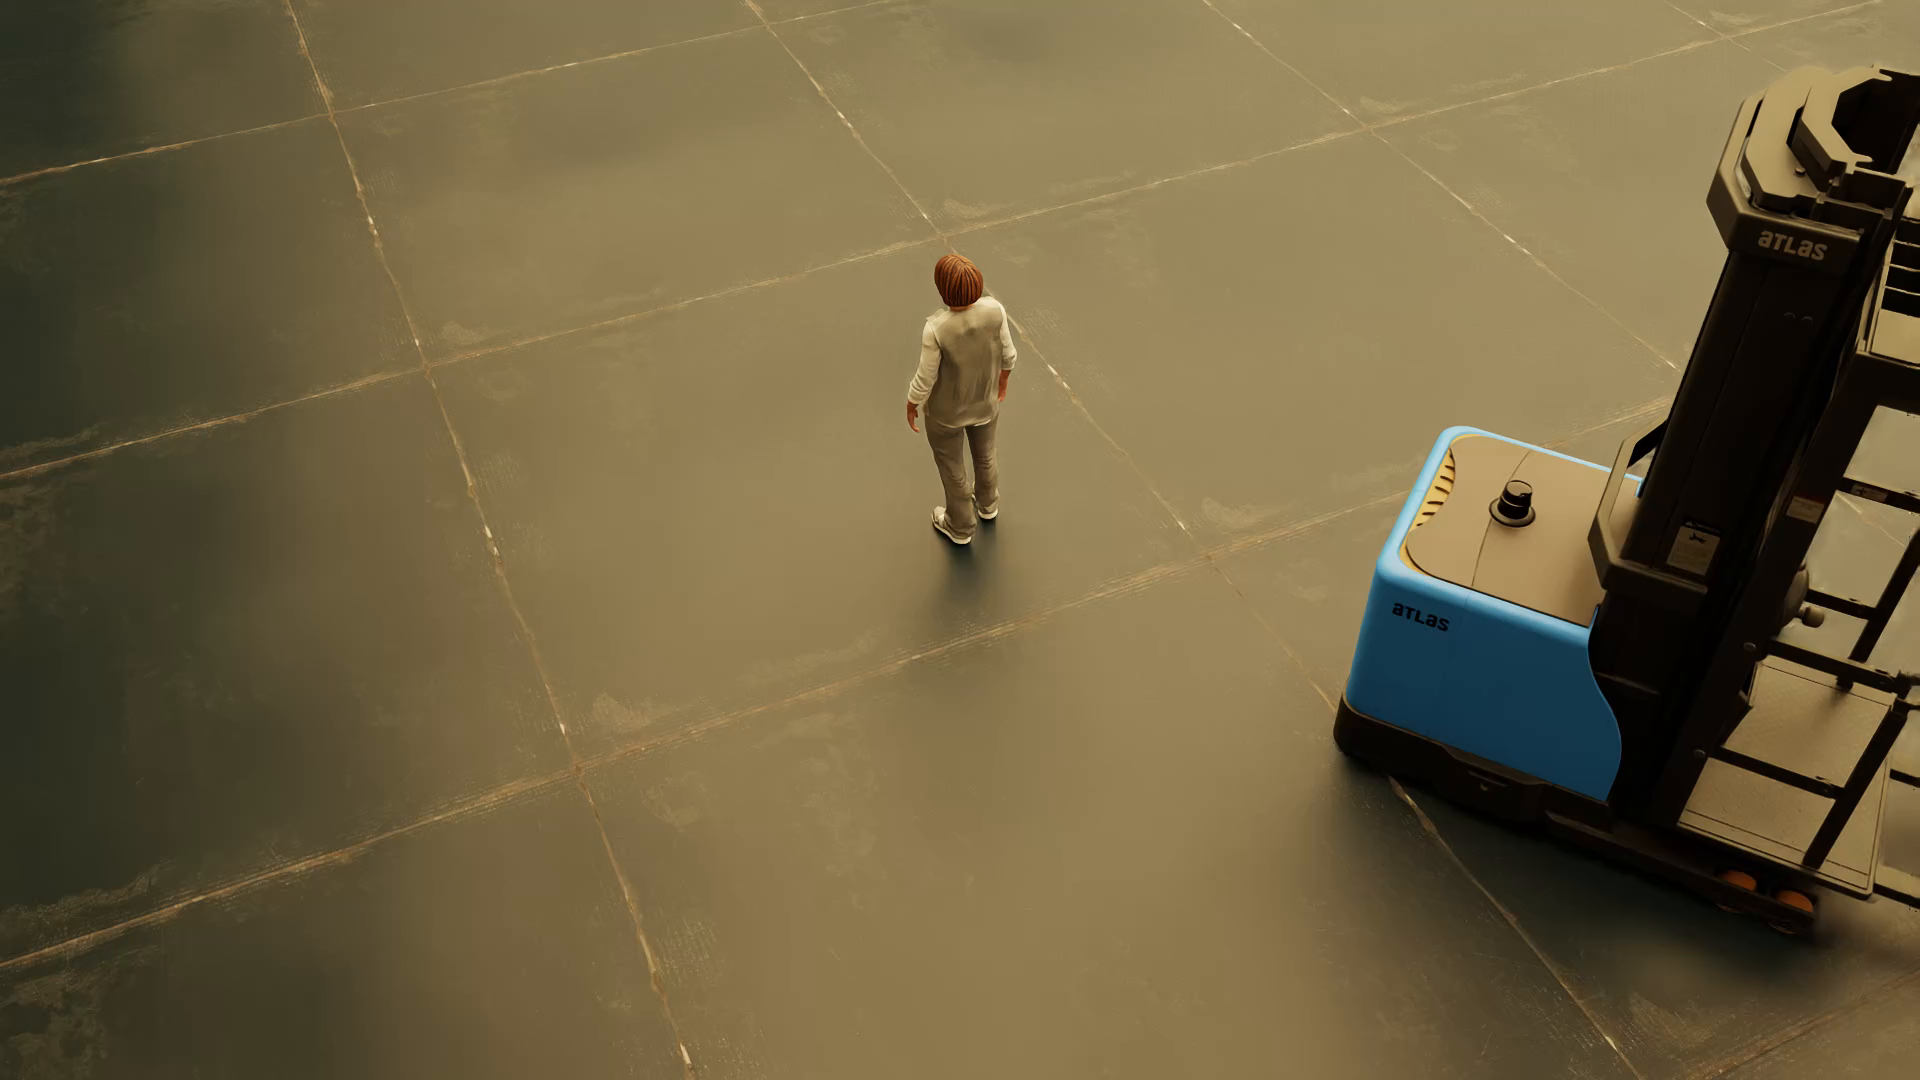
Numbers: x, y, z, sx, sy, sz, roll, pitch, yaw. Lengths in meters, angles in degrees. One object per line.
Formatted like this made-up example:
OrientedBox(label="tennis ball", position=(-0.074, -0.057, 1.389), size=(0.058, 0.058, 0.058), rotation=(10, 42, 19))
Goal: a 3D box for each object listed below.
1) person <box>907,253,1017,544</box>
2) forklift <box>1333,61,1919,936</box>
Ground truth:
OrientedBox(label="person", position=(-0.018, -0.639, 7.331), size=(0.520, 1.597, 0.475), rotation=(-18, 46, -18))
OrientedBox(label="forklift", position=(3.086, -0.014, 5.695), size=(3.031, 2.935, 1.130), rotation=(20, 47, 20))
